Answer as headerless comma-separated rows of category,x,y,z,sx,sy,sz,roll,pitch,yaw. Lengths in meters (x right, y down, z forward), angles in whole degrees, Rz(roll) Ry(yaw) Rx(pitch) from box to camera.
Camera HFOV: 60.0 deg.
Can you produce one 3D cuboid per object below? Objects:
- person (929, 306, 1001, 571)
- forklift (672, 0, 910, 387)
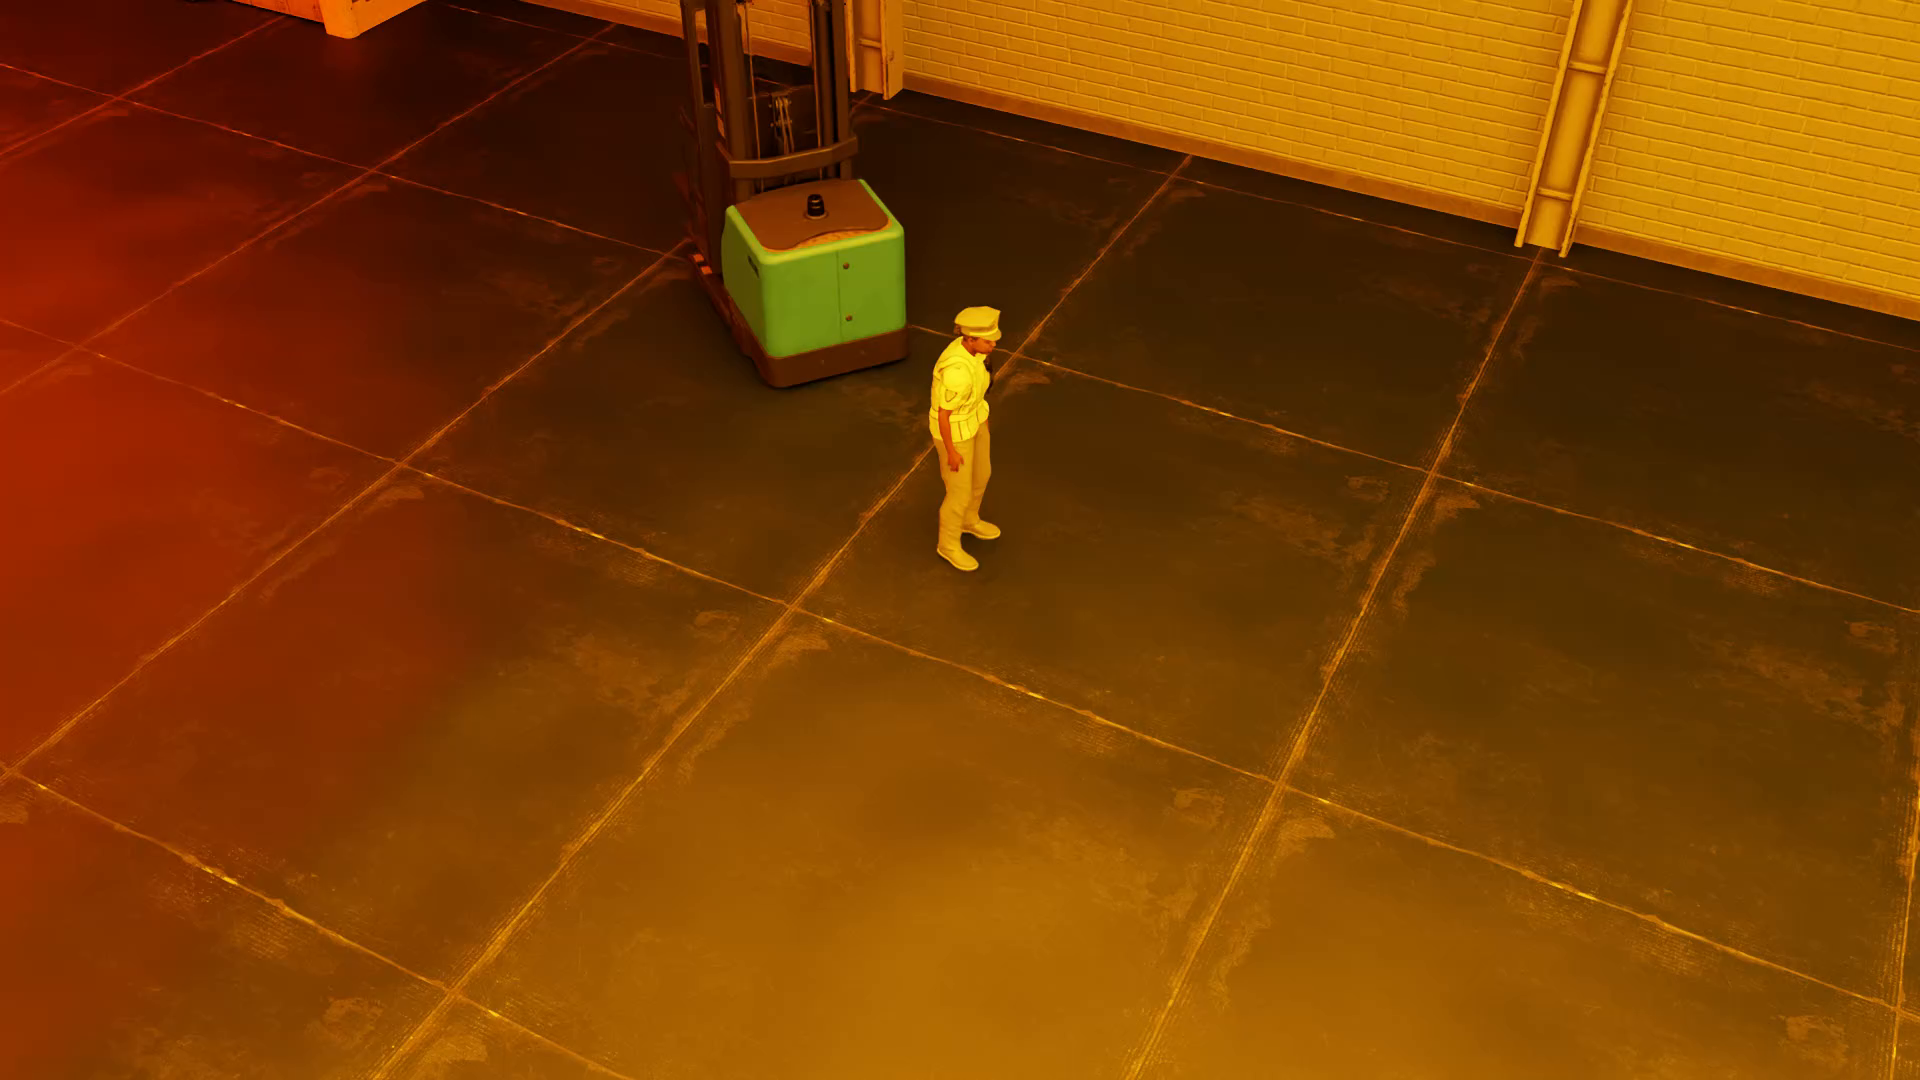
person,0.032,-0.622,9.716,0.393,1.657,0.513,17,43,19
forklift,-1.412,-3.117,11.687,1.130,2.935,3.031,-16,43,-18
